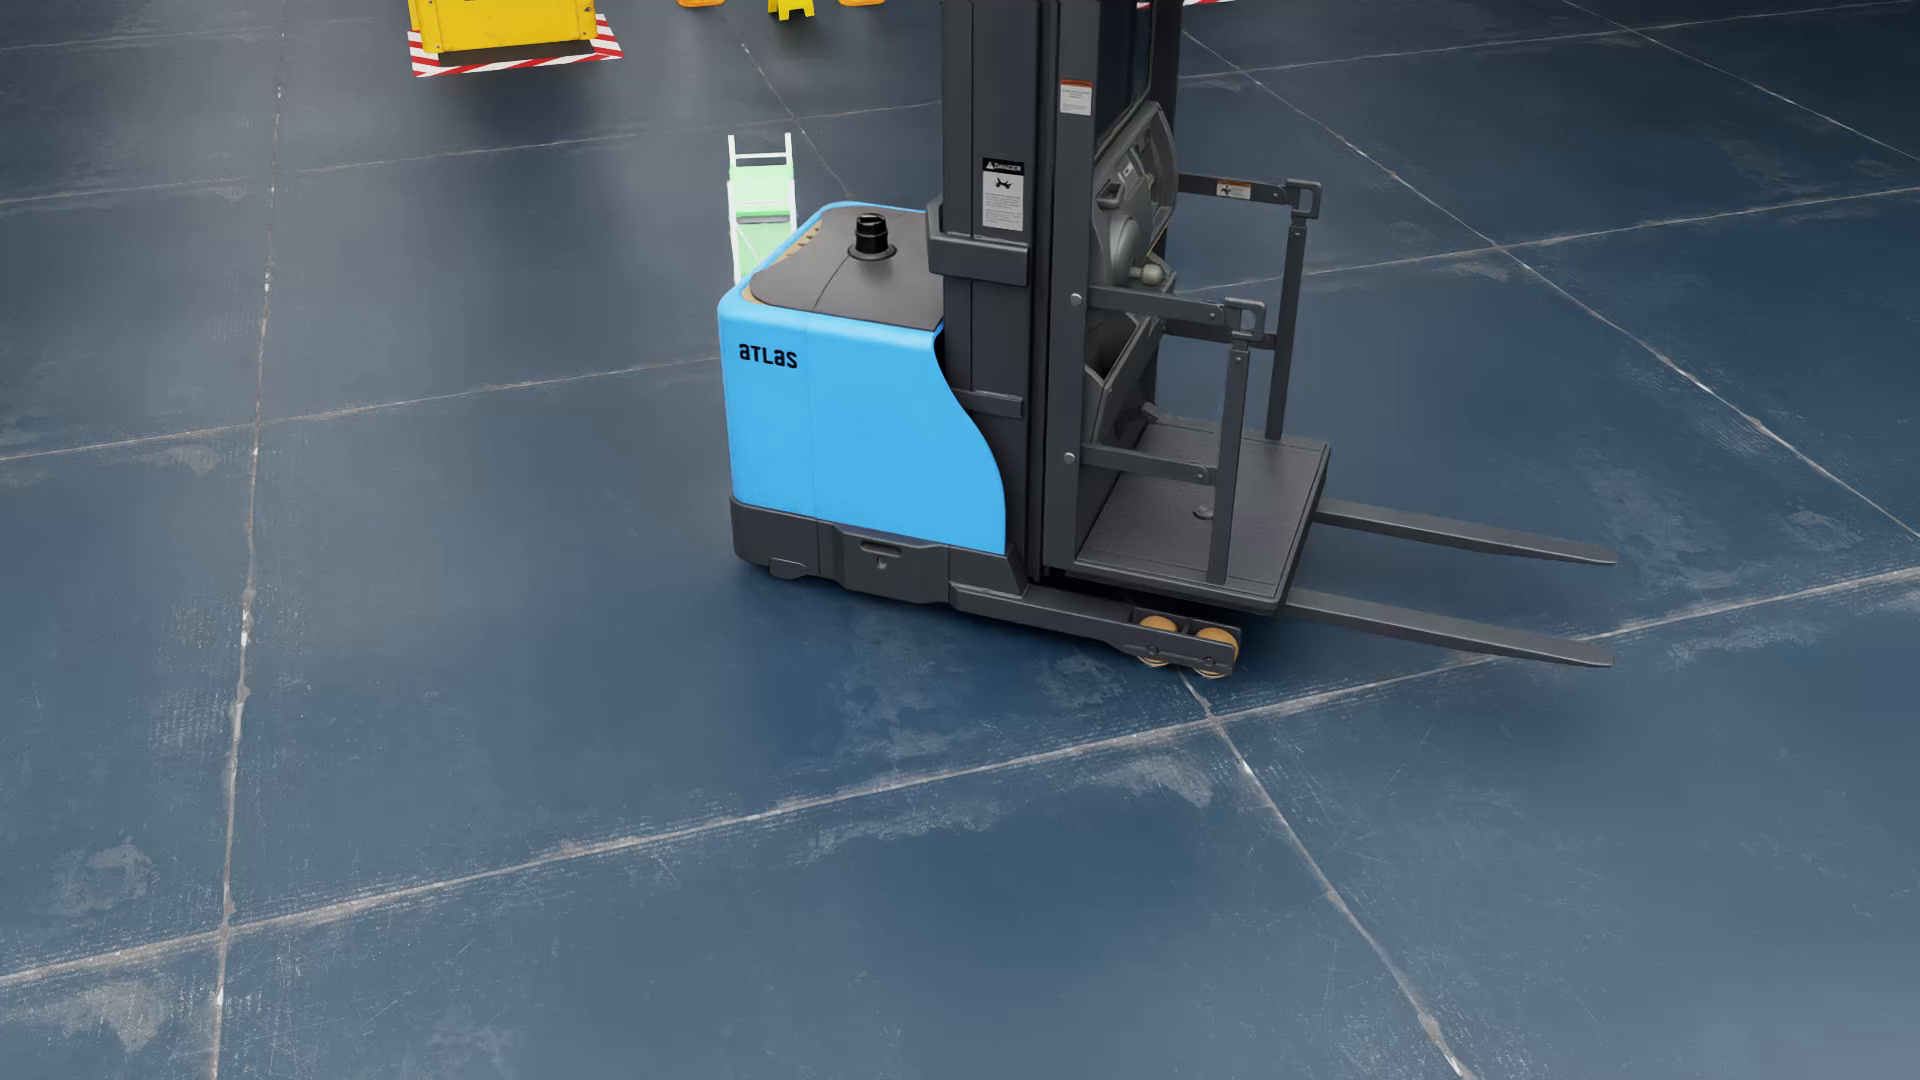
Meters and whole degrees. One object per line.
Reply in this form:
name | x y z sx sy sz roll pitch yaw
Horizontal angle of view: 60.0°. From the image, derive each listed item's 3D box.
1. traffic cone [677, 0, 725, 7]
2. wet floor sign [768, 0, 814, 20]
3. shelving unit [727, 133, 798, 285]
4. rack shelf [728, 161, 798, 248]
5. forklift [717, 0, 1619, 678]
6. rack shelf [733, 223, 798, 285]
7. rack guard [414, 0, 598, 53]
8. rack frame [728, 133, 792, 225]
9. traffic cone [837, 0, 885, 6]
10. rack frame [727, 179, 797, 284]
traffic cone | -1.922 -4.185 12.163 0.336 0.463 0.334 -10 35 -15
wet floor sign | -1.218 -4.061 11.811 0.267 0.644 0.232 -16 37 -23
shelving unit | -0.752 -0.937 6.580 0.258 1.200 0.503 -3 34 -5
rack shelf | -0.752 -1.285 6.351 0.258 0.148 0.480 -3 34 -5
forklift | 0.747 -1.093 5.246 3.031 2.935 1.130 11 35 16
rack shelf | -0.752 -1.084 6.483 0.258 0.148 0.480 -3 34 -5
rack guard | -3.105 -3.670 11.351 1.175 0.500 0.348 -10 35 -15
rack frame | -0.778 -1.071 6.783 0.240 1.200 0.015 -3 34 -5
traffic cone | -0.742 -4.196 12.181 0.336 0.463 0.334 -10 35 -15
rack frame | -0.725 -0.804 6.378 0.240 1.200 0.015 -3 34 -5
